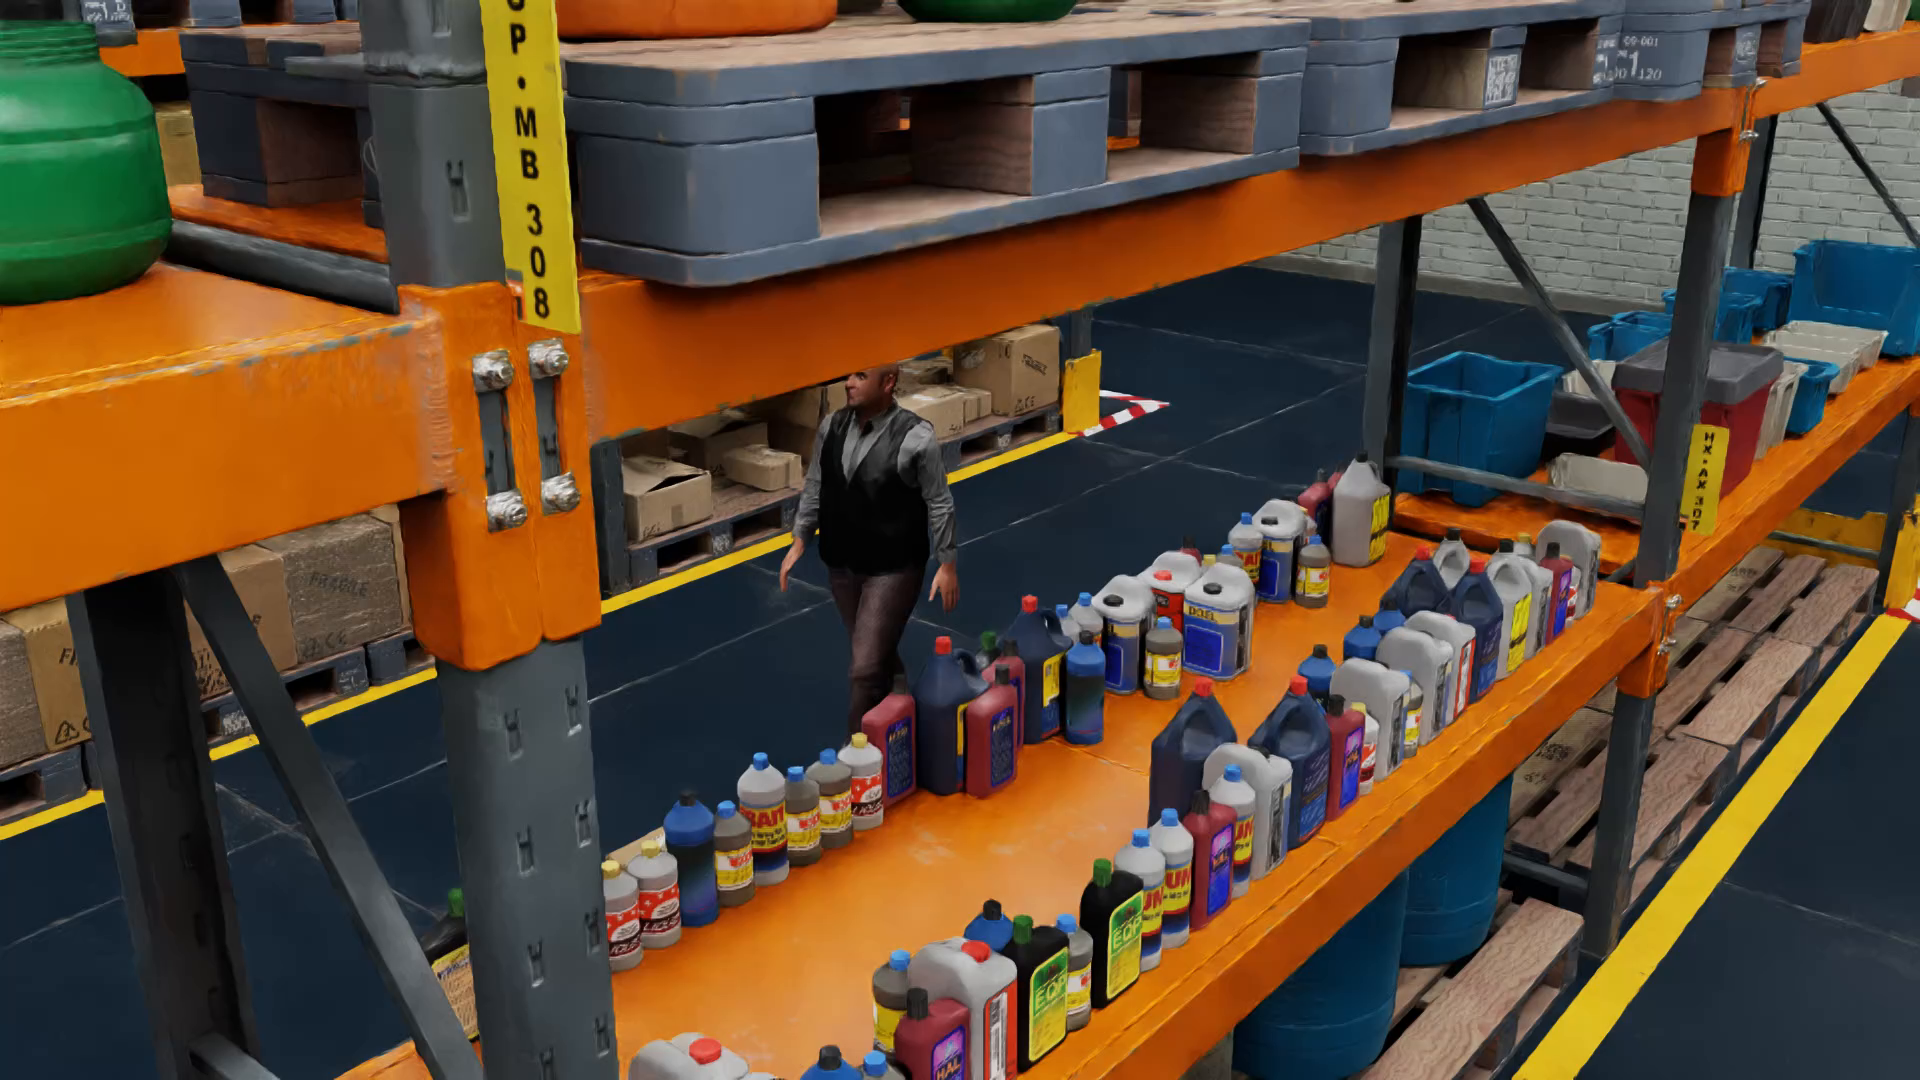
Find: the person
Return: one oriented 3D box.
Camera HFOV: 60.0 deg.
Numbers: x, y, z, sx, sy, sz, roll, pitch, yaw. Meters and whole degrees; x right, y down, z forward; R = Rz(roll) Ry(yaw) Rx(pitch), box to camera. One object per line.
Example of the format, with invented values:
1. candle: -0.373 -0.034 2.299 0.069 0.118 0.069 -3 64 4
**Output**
1. person: -0.362 0.135 6.288 0.642 1.745 0.739 13 24 31
